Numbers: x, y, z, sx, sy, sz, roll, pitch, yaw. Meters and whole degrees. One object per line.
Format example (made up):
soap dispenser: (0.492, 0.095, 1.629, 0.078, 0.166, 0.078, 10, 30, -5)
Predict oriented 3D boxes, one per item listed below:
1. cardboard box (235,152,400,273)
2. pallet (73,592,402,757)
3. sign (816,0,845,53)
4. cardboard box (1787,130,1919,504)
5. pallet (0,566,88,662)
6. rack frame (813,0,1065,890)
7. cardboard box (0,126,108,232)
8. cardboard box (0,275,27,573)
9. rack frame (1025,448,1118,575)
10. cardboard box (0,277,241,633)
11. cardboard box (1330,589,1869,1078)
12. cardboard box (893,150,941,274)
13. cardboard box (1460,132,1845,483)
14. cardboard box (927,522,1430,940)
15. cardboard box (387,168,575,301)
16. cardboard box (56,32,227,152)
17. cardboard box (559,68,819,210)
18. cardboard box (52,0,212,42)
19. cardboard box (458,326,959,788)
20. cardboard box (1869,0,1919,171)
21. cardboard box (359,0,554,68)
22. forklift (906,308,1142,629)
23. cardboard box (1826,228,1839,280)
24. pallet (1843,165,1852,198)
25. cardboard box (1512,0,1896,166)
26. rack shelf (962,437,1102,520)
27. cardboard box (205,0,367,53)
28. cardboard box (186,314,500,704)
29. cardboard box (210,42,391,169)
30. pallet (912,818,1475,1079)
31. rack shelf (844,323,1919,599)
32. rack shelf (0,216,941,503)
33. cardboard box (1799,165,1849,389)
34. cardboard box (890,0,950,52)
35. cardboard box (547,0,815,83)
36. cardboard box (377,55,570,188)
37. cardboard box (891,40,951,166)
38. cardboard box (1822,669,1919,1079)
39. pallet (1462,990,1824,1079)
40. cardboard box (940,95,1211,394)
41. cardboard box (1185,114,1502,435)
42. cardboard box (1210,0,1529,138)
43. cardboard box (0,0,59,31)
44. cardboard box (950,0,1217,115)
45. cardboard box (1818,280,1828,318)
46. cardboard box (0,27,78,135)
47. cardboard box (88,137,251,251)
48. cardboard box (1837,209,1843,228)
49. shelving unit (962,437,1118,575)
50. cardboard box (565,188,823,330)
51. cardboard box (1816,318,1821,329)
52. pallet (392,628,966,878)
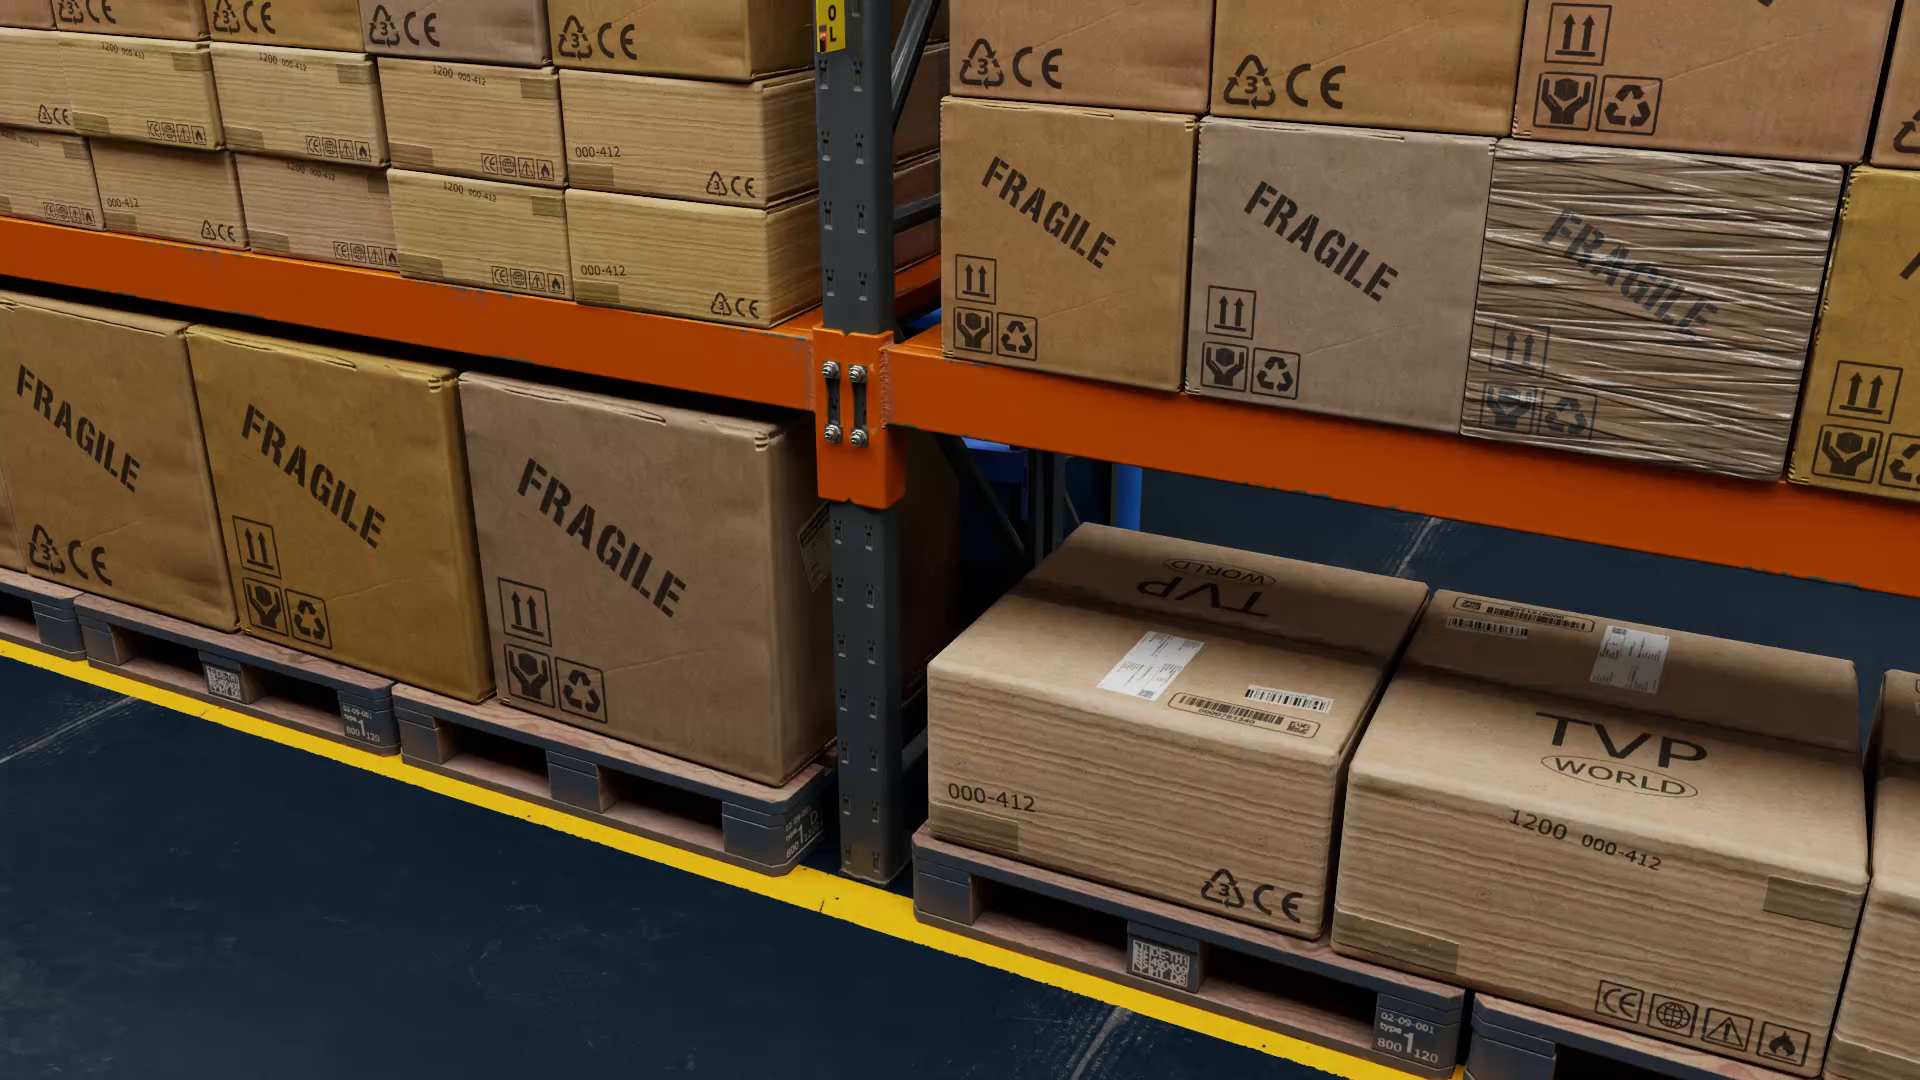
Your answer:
cardboard box: (-1.411, -0.865, 4.142, 0.500, 0.250, 0.500, 10, 25, 23)
pallet: (-1.817, 0.202, 5.006, 1.213, 0.211, 1.003, 11, 25, 25)
sign: (-0.237, -1.062, 3.035, 0.005, 0.325, 0.100, 11, 25, 25)
cardboard box: (1.647, -0.357, 2.628, 0.500, 0.500, 0.500, 12, 26, 26)
pallet: (-2.901, -0.014, 5.513, 1.213, 0.211, 1.003, 11, 25, 25)
rack frame: (-0.001, -0.756, 3.696, 0.127, 3.000, 1.000, 11, 25, 25)
cardboard box: (-2.316, -1.040, 4.555, 0.500, 0.250, 0.500, 12, 26, 26)
cardboard box: (-2.992, -0.527, 5.335, 0.875, 0.875, 0.875, 11, 25, 24)
rack frame: (0.311, -0.364, 4.469, 0.032, 1.500, 0.500, 8, 14, 29)
cardboard box: (-2.198, -0.368, 4.962, 0.875, 0.875, 0.875, 12, 26, 25)
cardboard box: (1.310, 0.536, 3.395, 0.875, 0.438, 0.875, 10, 25, 23)
cardboard box: (-0.275, -0.857, 4.125, 0.500, 0.250, 0.500, 11, 25, 23)
cardboard box: (1.188, -0.448, 2.842, 0.500, 0.500, 0.500, 11, 26, 25)
cardboard box: (0.511, 0.378, 3.766, 0.875, 0.438, 0.875, 11, 25, 24)
cardboard box: (-0.969, -0.769, 3.917, 0.500, 0.250, 0.500, 11, 25, 24)
cardboard box: (-1.883, -1.170, 4.221, 0.500, 0.250, 0.500, 12, 26, 25)
cardboard box: (-0.504, -0.910, 3.611, 0.500, 0.250, 0.500, 11, 25, 24)
cardboard box: (-1.890, -1.525, 4.098, 0.500, 0.500, 0.500, 12, 26, 25)
cardboard box: (-0.591, -0.053, 4.221, 0.875, 0.875, 0.875, 12, 26, 26)
cardboard box: (1.663, -0.818, 2.436, 0.500, 0.500, 0.500, 11, 25, 24)
cardboard box: (-0.978, -1.343, 3.669, 0.500, 0.500, 0.500, 12, 26, 26)
forklift: (-0.016, -1.595, 5.756, 1.130, 2.935, 3.031, -1, 23, -1)
cardboard box: (3.739, -1.240, 7.179, 0.250, 0.149, 0.380, 11, 26, 25)
pallet: (6.206, -2.558, 11.495, 1.213, 0.211, 1.003, 11, 25, 25)
cardboard box: (1.215, -0.908, 2.647, 0.500, 0.500, 0.500, 12, 26, 26)
rack shelf: (-0.130, -0.247, 4.757, 1.000, 0.185, 0.538, 8, 14, 29)
cardboard box: (-1.422, -1.439, 3.895, 0.500, 0.500, 0.500, 12, 26, 26)
cardboard box: (-1.400, -0.210, 4.590, 0.875, 0.875, 0.875, 12, 26, 26)
cardboard box: (-1.419, -1.085, 4.022, 0.500, 0.250, 0.500, 12, 26, 26)
pallet: (0.642, 0.688, 3.862, 1.213, 0.211, 1.003, 11, 25, 25)
rack shelf: (1.784, -0.072, 3.006, 4.000, 0.370, 1.077, 11, 25, 25)
rack shelf: (-1.786, -0.779, 4.667, 4.000, 0.370, 1.077, 11, 25, 25)
cardboard box: (1.445, -0.637, 3.288, 0.500, 0.500, 0.500, 11, 25, 24)
cardboard box: (-0.264, -1.441, 3.899, 0.500, 0.500, 0.500, 12, 26, 25)
cardboard box: (-0.513, -1.254, 3.460, 0.500, 0.500, 0.500, 12, 26, 26)
cardboard box: (-0.954, -0.996, 3.812, 0.500, 0.250, 0.500, 12, 26, 26)
cardboard box: (-0.267, -1.094, 4.042, 0.500, 0.250, 0.500, 10, 25, 23)
cardboard box: (2.114, 0.695, 3.019, 0.875, 0.438, 0.875, 12, 26, 26)
pallet: (1.735, 0.903, 3.356, 1.213, 0.211, 1.003, 11, 25, 25)
cardboard box: (0.300, -0.628, 3.266, 0.500, 0.500, 0.500, 12, 26, 26)
cardboard box: (0.747, -0.538, 3.054, 0.500, 0.500, 0.500, 11, 26, 25)
cardboard box: (0.762, -1.003, 2.869, 0.500, 0.500, 0.500, 11, 25, 24)
cardboard box: (-2.339, -1.615, 4.310, 0.500, 0.500, 0.500, 12, 26, 26)
cardboard box: (0.315, -1.094, 3.084, 0.500, 0.500, 0.500, 11, 26, 25)
cardboard box: (3.701, -1.077, 7.176, 0.250, 0.149, 0.380, 11, 26, 25)
cardboard box: (-2.330, -1.264, 4.442, 0.500, 0.250, 0.500, 11, 25, 24)
cardboard box: (-1.874, -0.954, 4.353, 0.500, 0.250, 0.500, 11, 25, 25)
cardboard box: (3.947, -1.400, 7.554, 0.250, 0.149, 0.380, 11, 26, 25)
shelving unit: (-0.129, -0.423, 4.717, 1.048, 1.500, 0.538, 8, 14, 29)
cardboard box: (-0.515, -0.679, 3.705, 0.500, 0.250, 0.500, 11, 25, 23)
cardboard box: (3.767, -0.973, 7.312, 0.250, 0.149, 0.380, 12, 26, 26)
pallet: (-0.724, 0.417, 4.500, 1.213, 0.211, 1.003, 11, 25, 25)
